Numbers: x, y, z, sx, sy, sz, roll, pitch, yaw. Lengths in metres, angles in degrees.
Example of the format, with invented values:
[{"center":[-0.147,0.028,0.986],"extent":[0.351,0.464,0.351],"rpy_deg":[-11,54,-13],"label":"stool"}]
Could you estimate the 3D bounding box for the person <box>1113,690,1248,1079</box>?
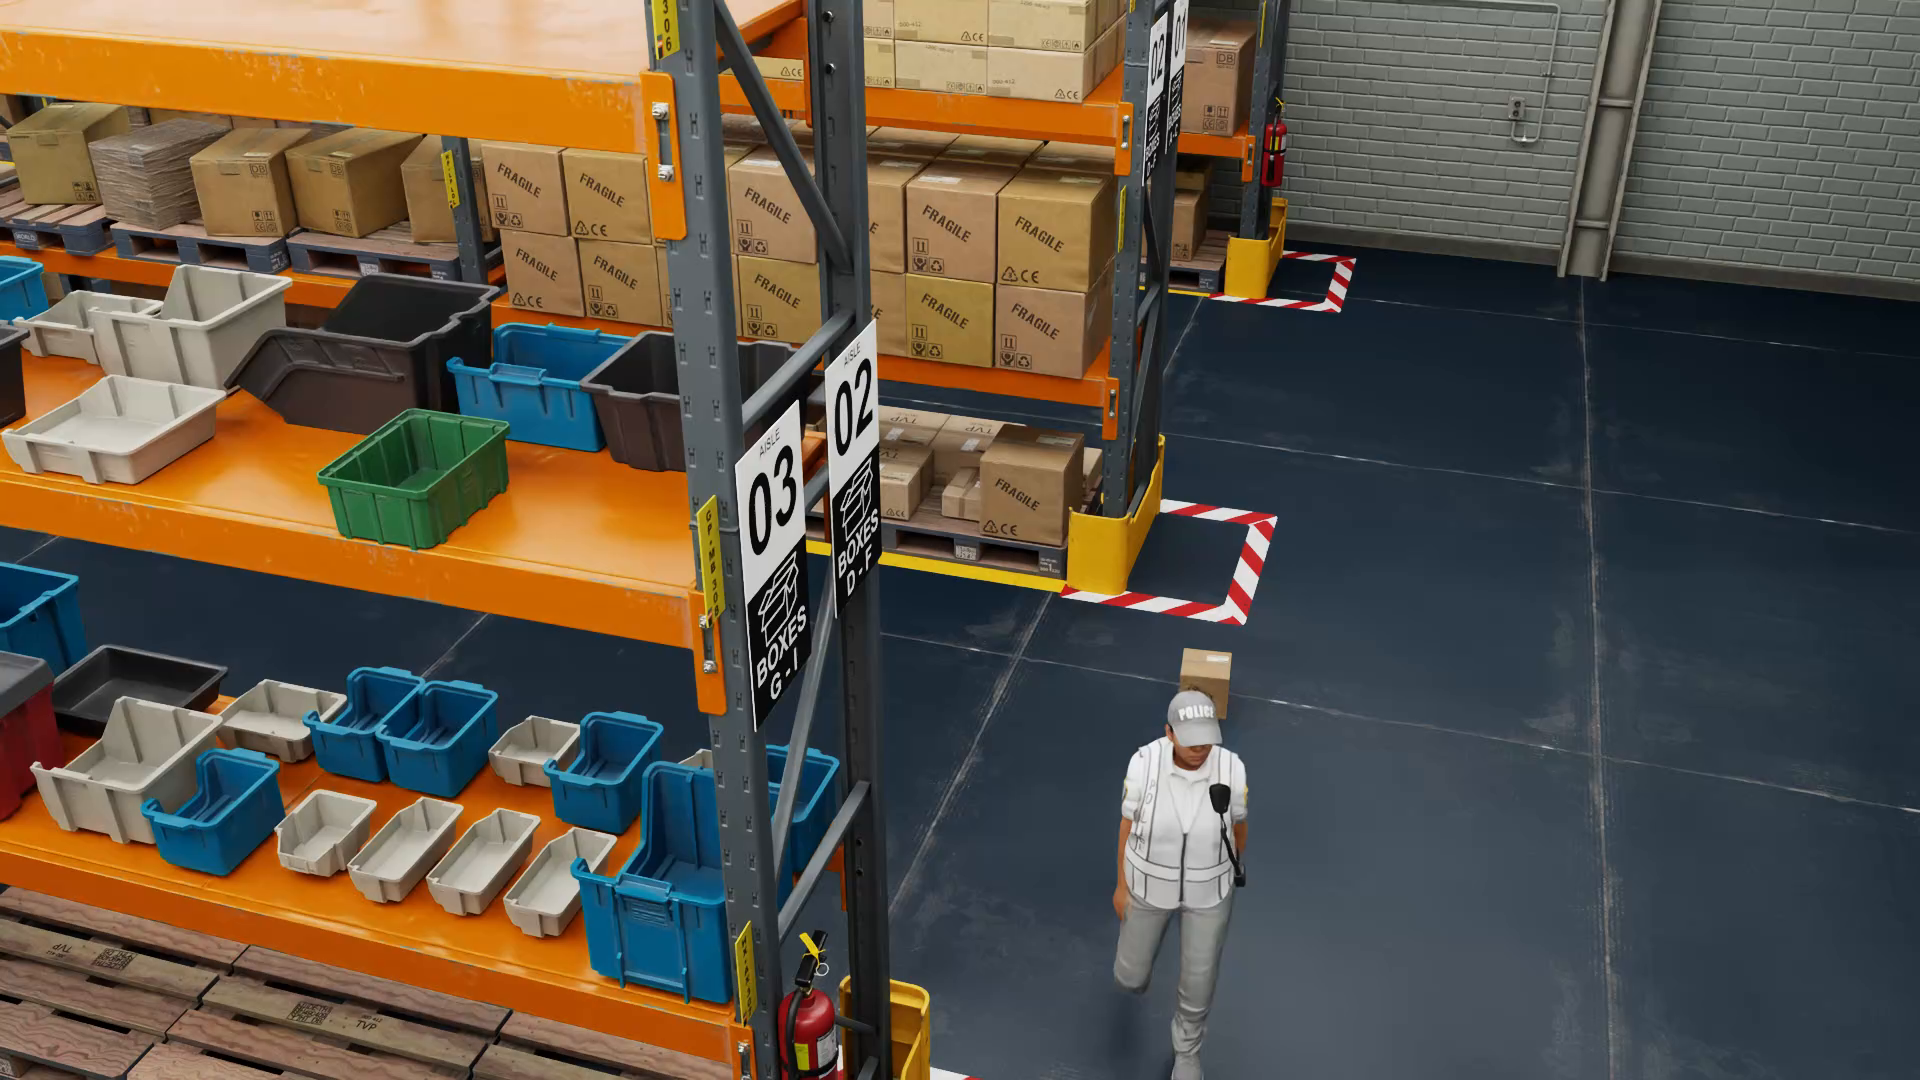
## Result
[{"center":[0.820,1.261,6.224],"extent":[0.482,1.648,0.615],"rpy_deg":[3,30,5],"label":"person"}]
